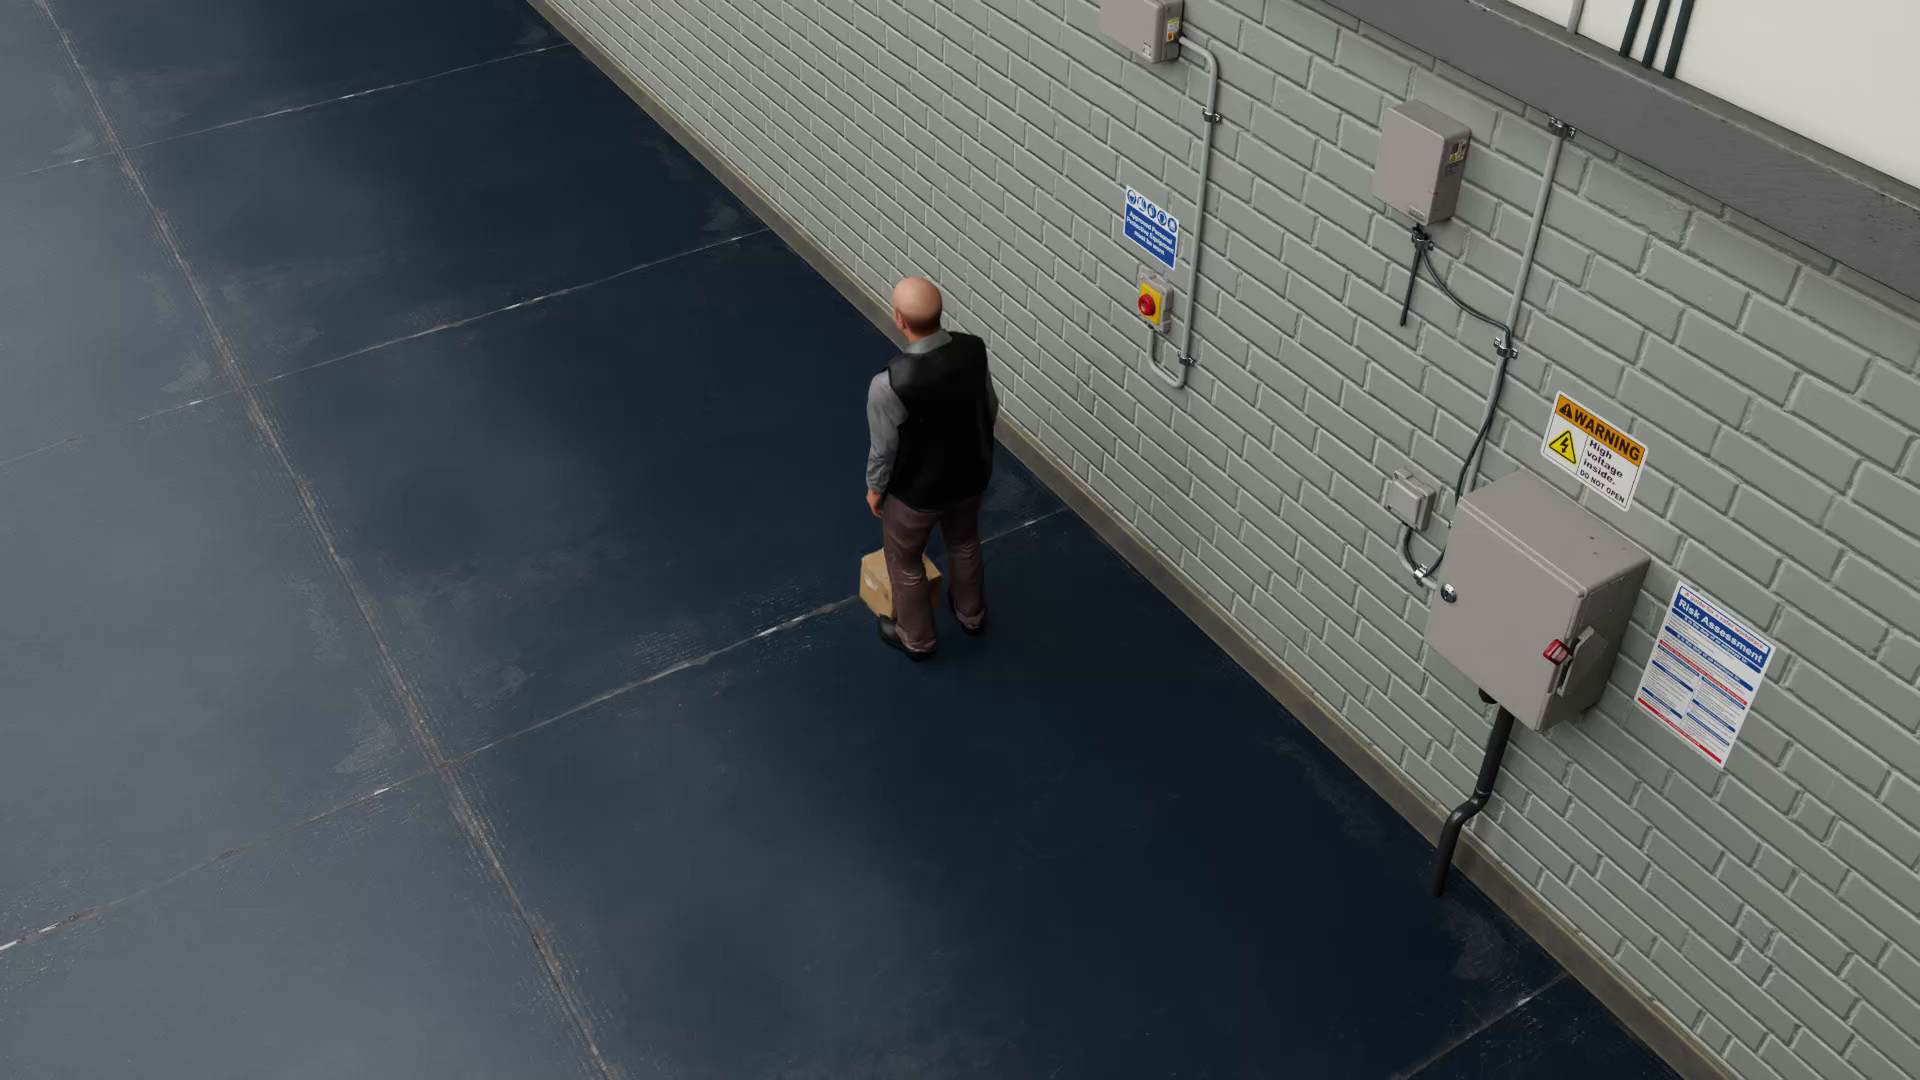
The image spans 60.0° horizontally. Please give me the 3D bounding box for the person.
[{"bbox_3d":[-0.103,-0.238,6.454,0.570,1.721,0.420,-24,46,-25],"label":"person"}]
